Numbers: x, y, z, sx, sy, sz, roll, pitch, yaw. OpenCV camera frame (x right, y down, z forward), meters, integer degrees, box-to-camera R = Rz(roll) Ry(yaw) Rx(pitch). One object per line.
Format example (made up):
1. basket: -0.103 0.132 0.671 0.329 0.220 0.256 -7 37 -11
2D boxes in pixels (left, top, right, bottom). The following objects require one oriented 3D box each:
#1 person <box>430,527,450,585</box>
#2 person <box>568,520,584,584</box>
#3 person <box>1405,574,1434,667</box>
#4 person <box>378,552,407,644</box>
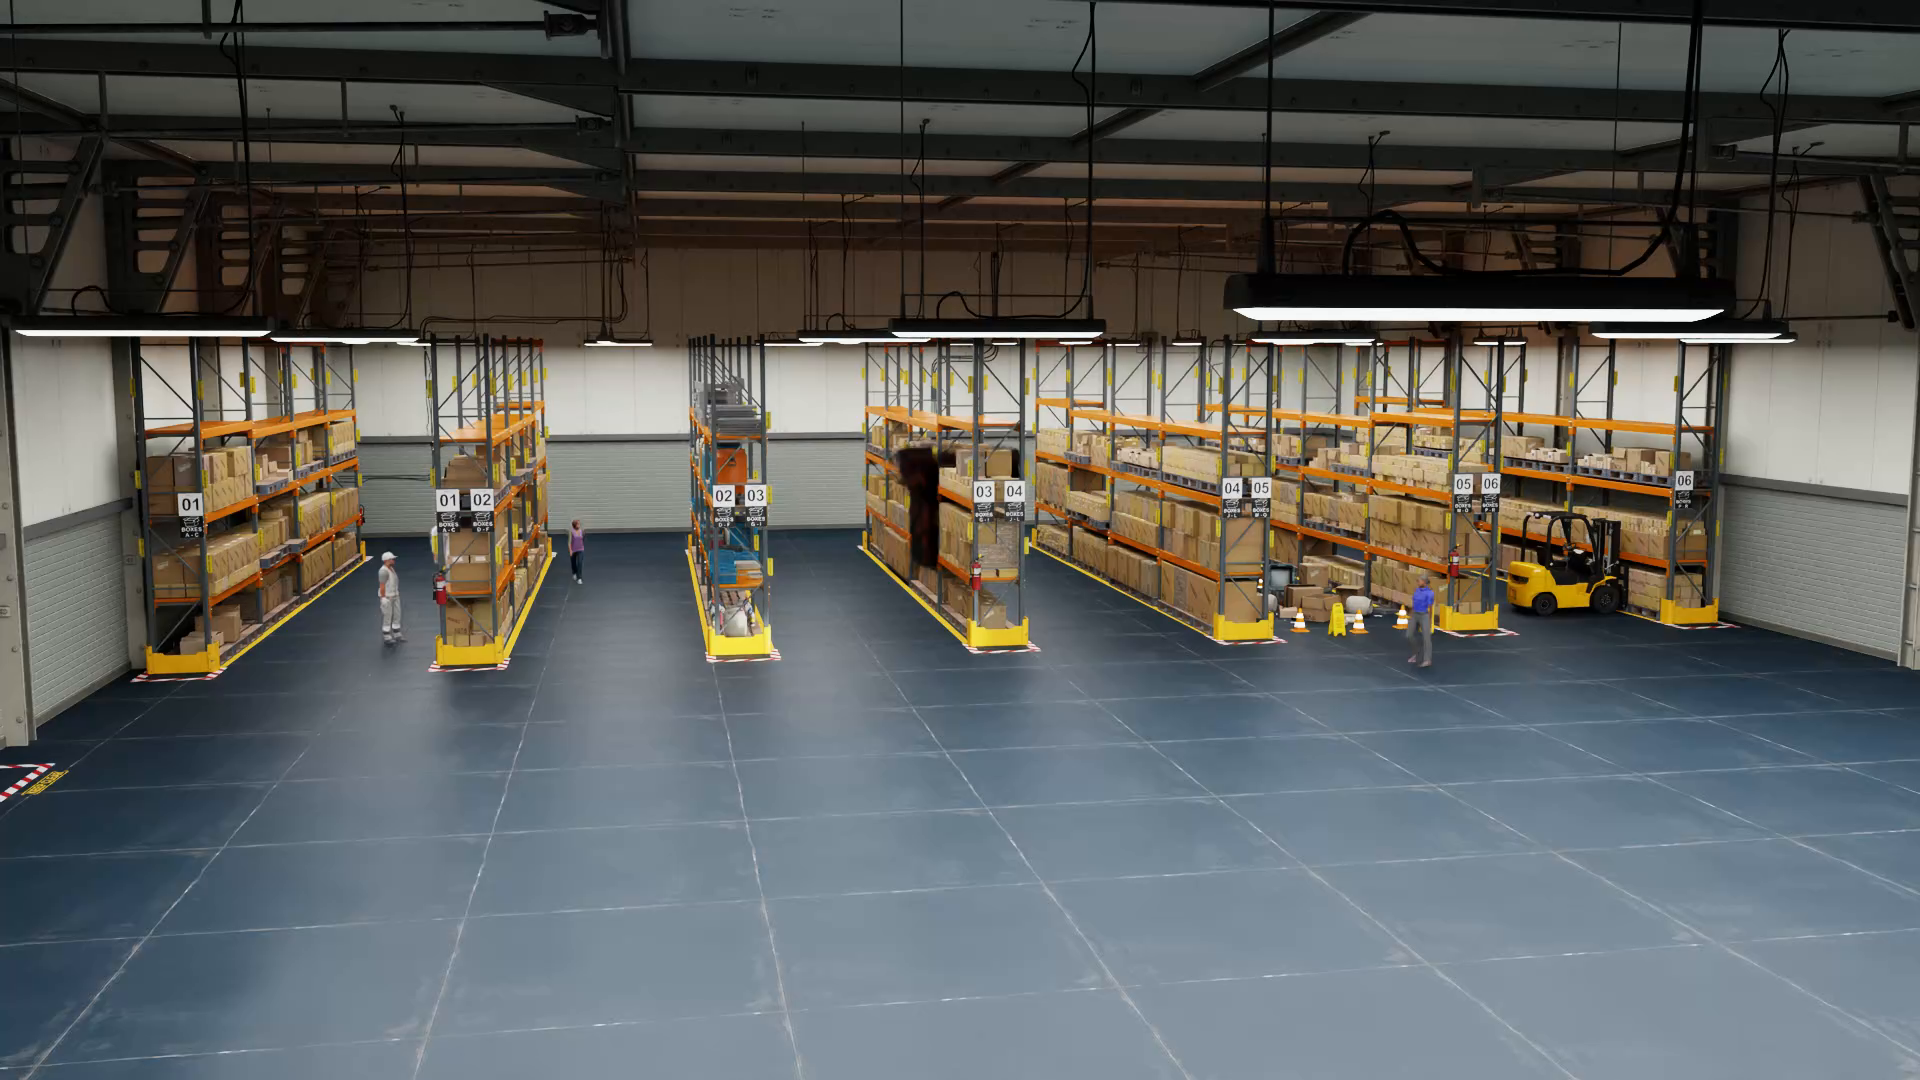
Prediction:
1. person: -12.304 0.313 39.531 0.533 1.747 1.019 -1 7 -8
2. person: -9.427 0.268 40.835 0.399 1.556 0.823 -1 7 -12
3. person: 8.357 1.447 30.165 0.398 1.685 0.509 -5 8 -39
4. person: -11.115 1.128 32.460 0.428 1.796 0.613 2 7 18
